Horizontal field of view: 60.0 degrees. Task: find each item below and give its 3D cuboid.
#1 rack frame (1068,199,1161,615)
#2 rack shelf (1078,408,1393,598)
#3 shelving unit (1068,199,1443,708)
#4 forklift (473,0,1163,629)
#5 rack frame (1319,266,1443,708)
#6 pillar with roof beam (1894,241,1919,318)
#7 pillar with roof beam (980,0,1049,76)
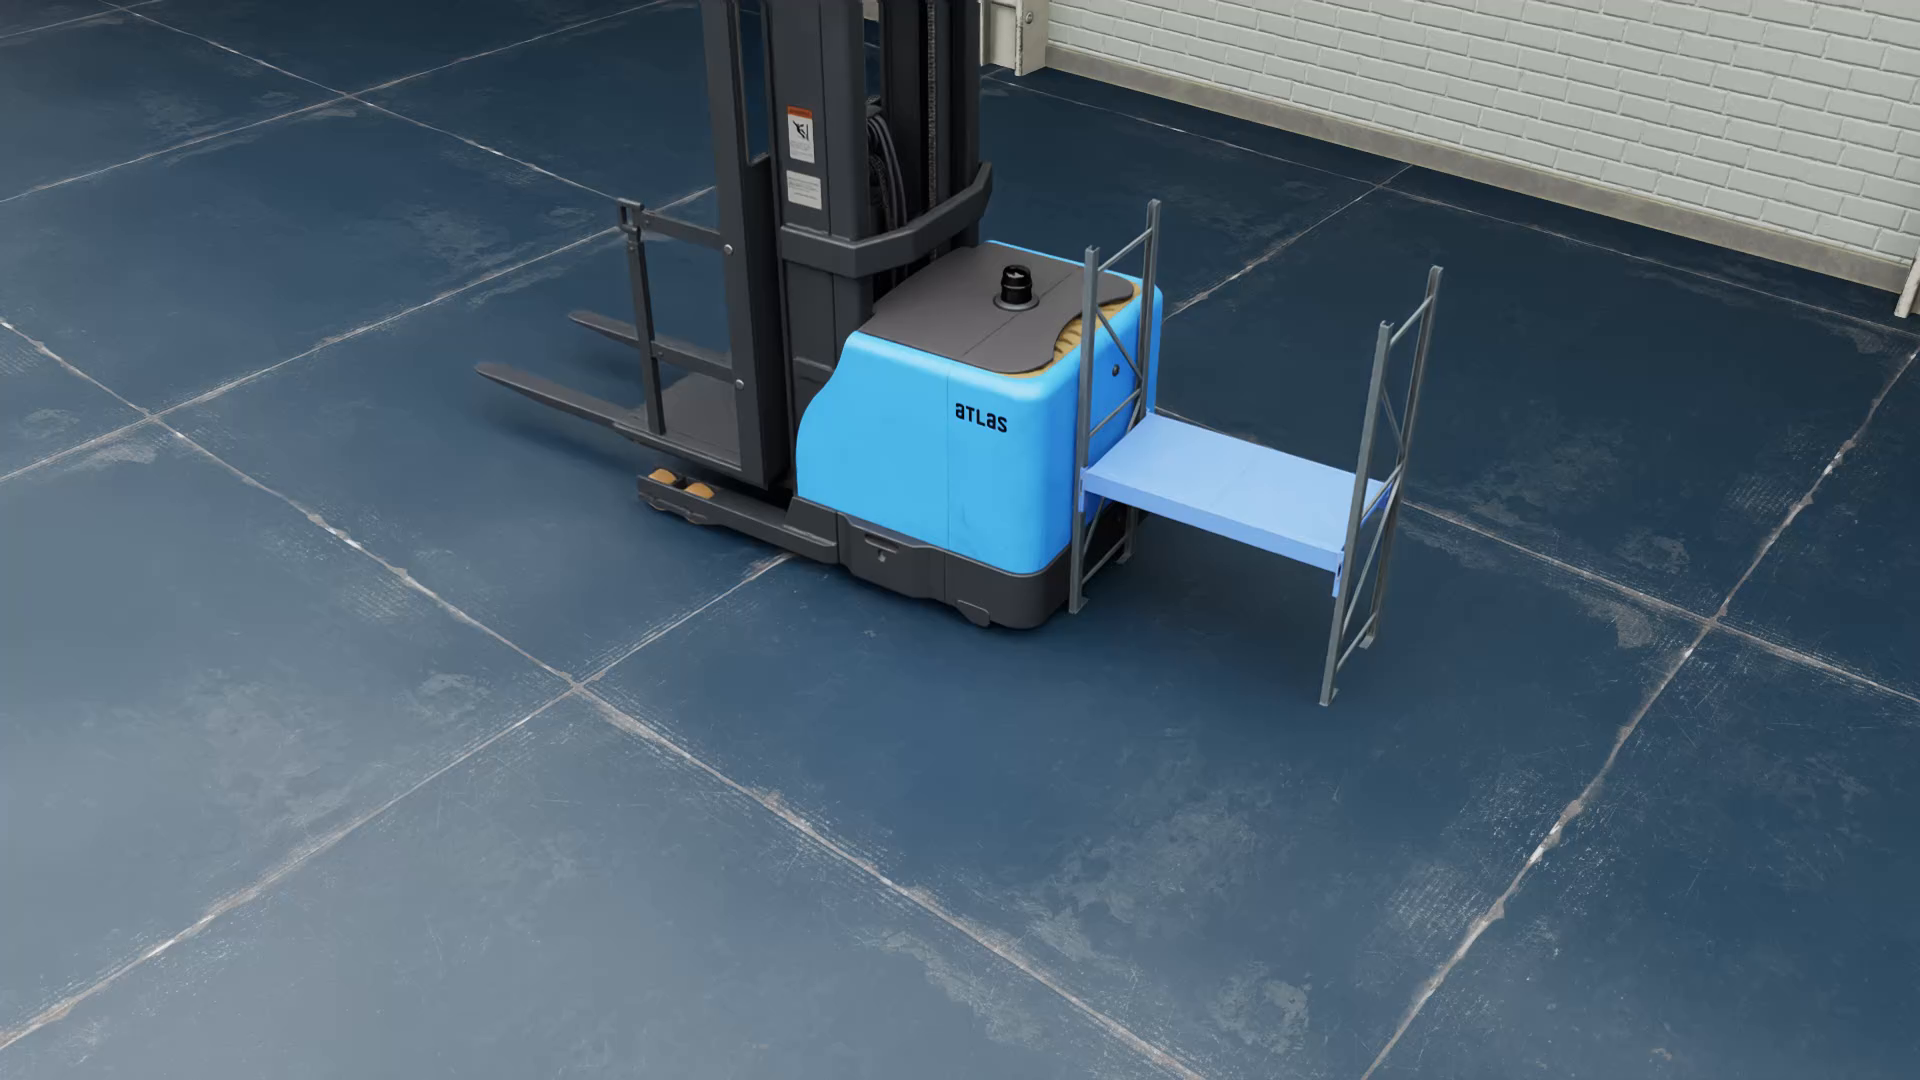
[{"bbox_3d":[0.560,-0.456,6.089,0.032,1.500,0.500,20,39,26],"label":"rack frame"},{"bbox_3d":[0.990,-0.154,5.967,1.000,0.185,0.538,20,39,26],"label":"rack shelf"},{"bbox_3d":[0.990,-0.302,5.865,1.048,1.500,0.538,20,39,26],"label":"shelving unit"},{"bbox_3d":[-0.739,-1.505,6.353,3.031,2.935,1.130,20,39,26],"label":"forklift"},{"bbox_3d":[1.420,-0.149,5.642,0.032,1.500,0.500,20,39,26],"label":"rack frame"},{"bbox_3d":[2.217,-2.970,3.126,0.400,9.000,9.100,25,42,32],"label":"pillar with roof beam"},{"bbox_3d":[-2.394,-5.144,6.291,0.400,9.000,9.100,25,42,32],"label":"pillar with roof beam"}]
